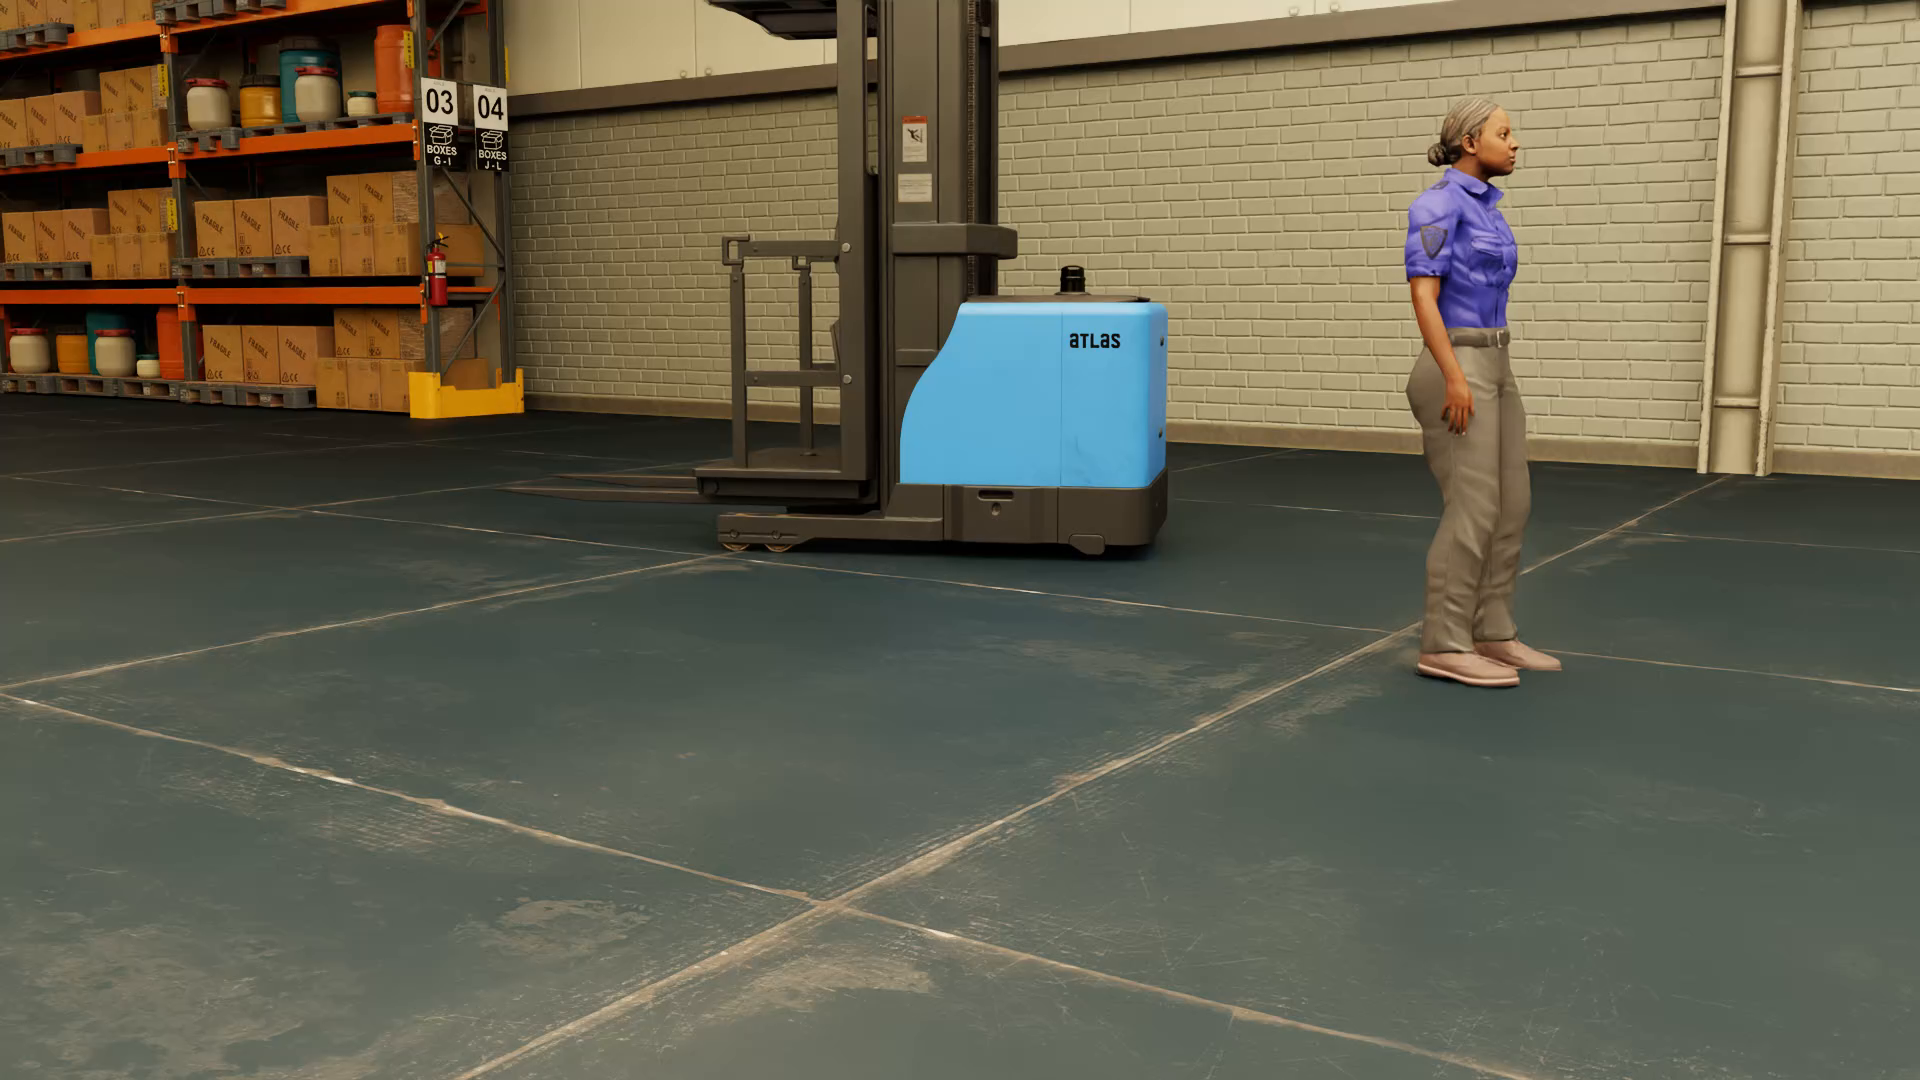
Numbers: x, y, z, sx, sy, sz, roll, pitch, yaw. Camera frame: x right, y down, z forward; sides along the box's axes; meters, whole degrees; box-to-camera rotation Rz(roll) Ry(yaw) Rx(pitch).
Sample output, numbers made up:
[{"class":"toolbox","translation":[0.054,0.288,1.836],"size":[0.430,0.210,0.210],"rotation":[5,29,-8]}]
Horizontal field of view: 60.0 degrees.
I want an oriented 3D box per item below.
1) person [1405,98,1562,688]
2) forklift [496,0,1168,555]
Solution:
[{"class":"person","translation":[1.521,-0.427,4.808],"size":[0.429,1.675,0.534],"rotation":[6,10,37]},{"class":"forklift","translation":[-0.596,-1.469,7.520],"size":[3.031,2.935,1.130],"rotation":[2,8,12]}]
